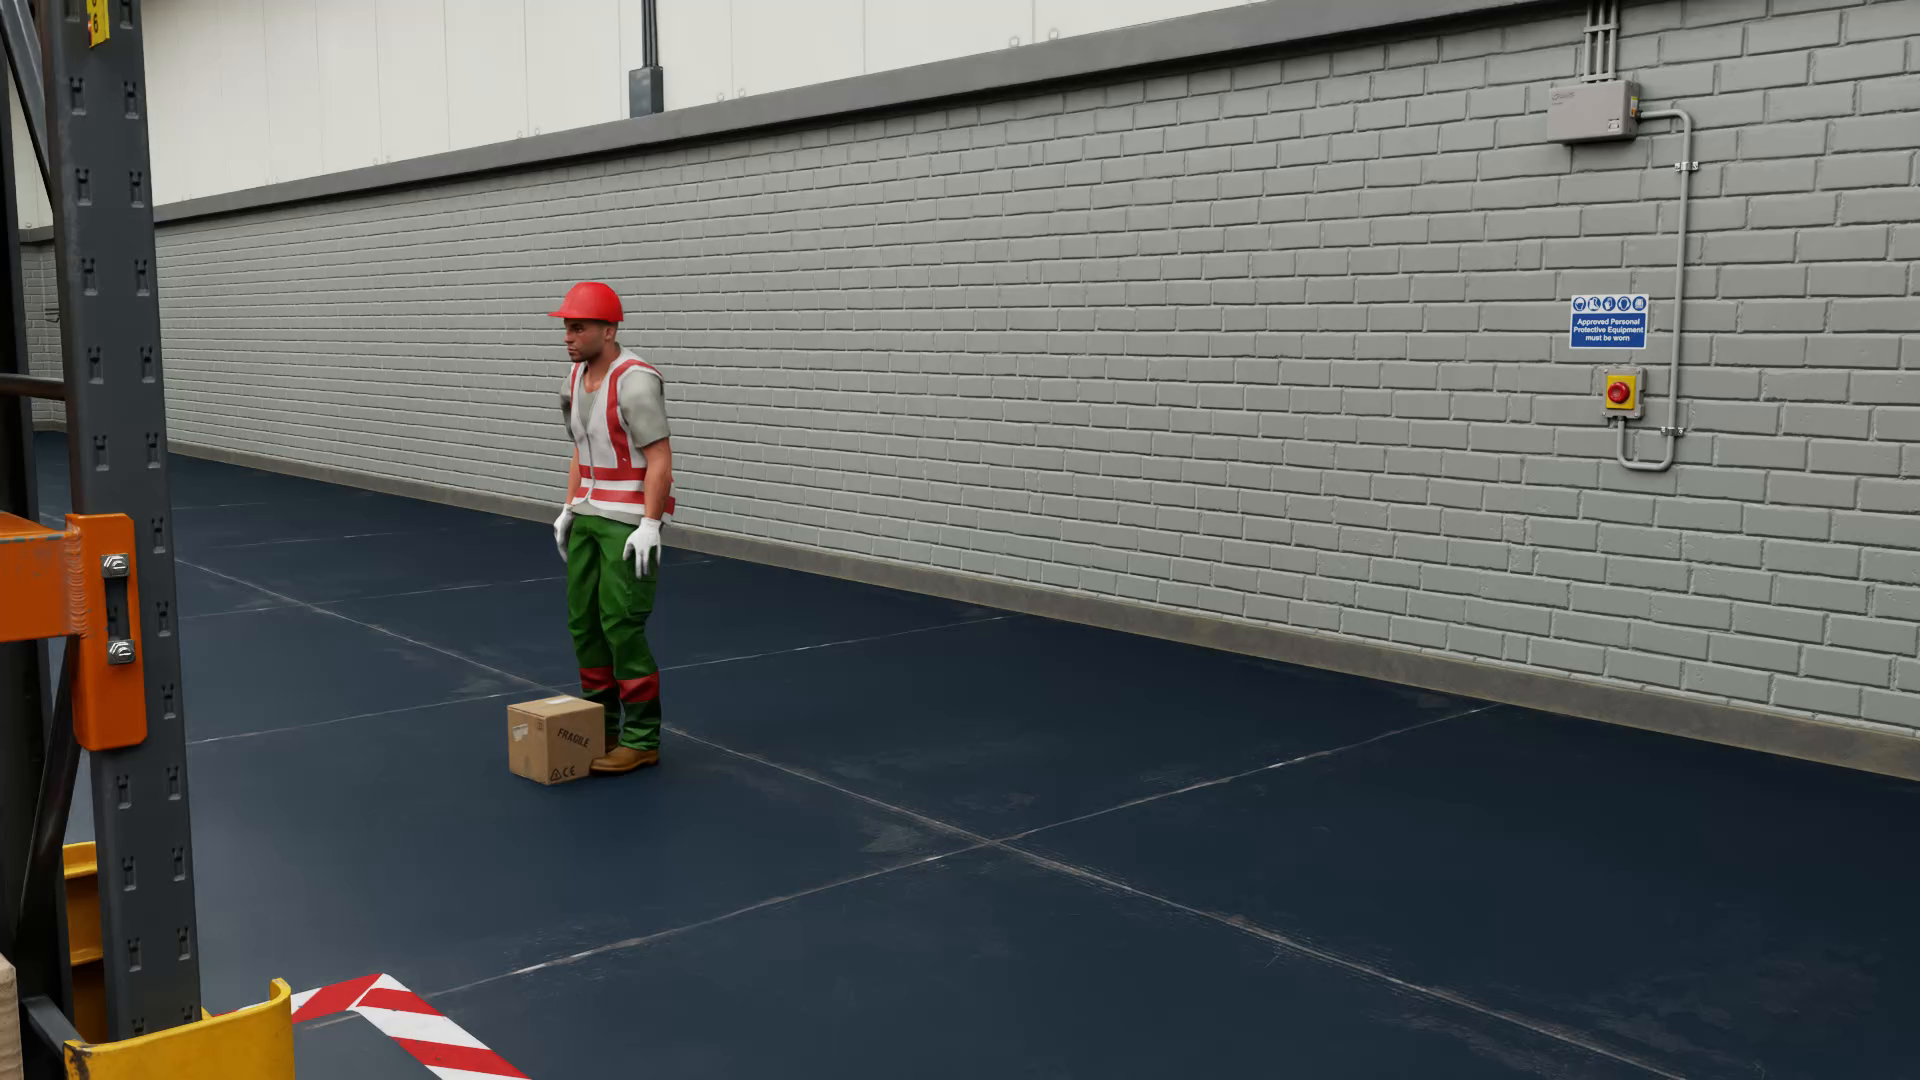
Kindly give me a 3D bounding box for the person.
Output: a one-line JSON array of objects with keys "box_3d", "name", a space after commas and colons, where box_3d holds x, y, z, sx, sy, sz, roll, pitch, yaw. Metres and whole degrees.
[{"box_3d": [-1.294, -0.049, 6.107, 0.453, 1.777, 0.608, -7, 10, -44], "name": "person"}]
